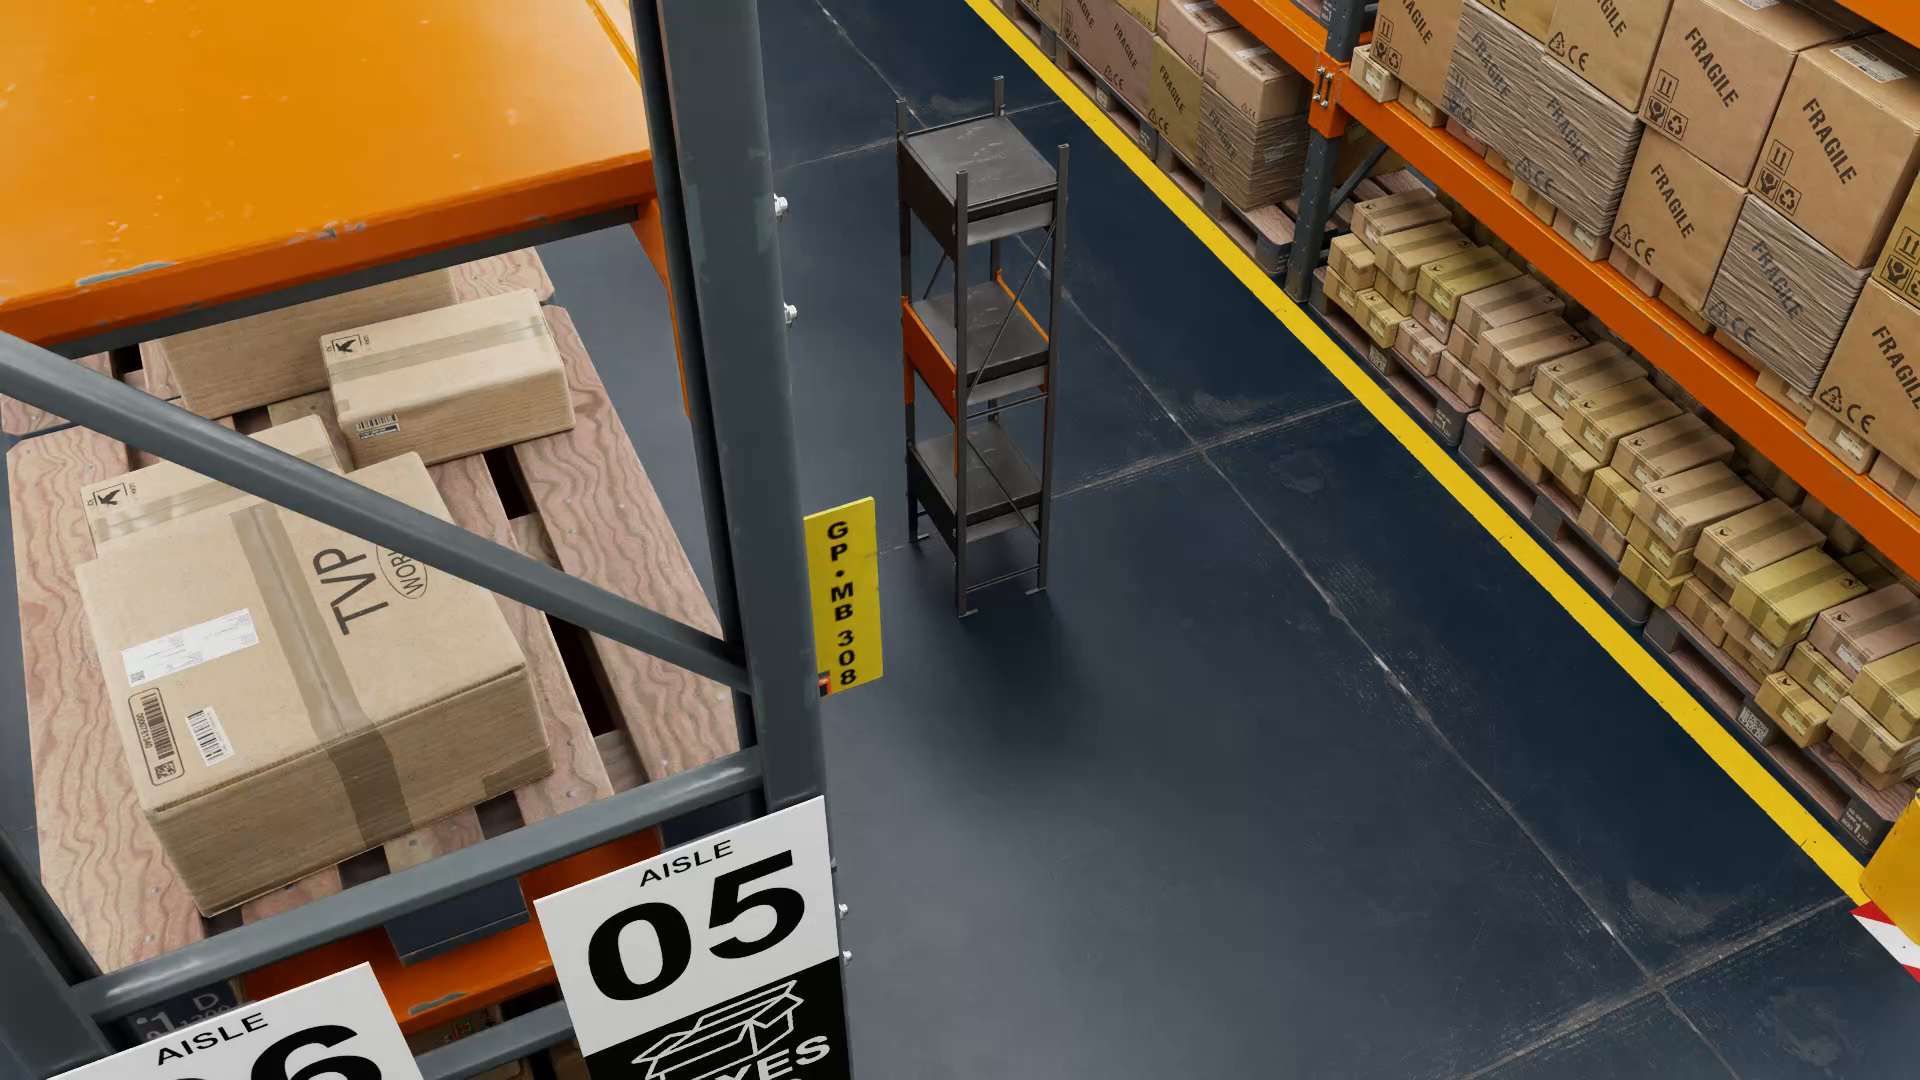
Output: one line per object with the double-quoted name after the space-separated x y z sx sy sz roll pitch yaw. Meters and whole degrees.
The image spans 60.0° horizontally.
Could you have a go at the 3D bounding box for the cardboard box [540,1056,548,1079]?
-1.295 1.057 3.840 0.500 0.500 0.500 -19 48 -18 "cardboard box"

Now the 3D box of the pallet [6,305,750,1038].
-0.976 0.141 2.768 1.003 0.211 1.213 -18 47 -17 "pallet"

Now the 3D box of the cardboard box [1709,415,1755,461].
3.310 -0.493 6.790 0.380 0.149 0.250 -17 47 -17 "cardboard box"

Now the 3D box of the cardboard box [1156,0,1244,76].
1.365 -2.687 8.653 0.500 0.250 0.500 -16 47 -16 "cardboard box"

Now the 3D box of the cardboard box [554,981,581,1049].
-0.553 0.716 3.013 0.380 0.149 0.250 -17 47 -17 "cardboard box"

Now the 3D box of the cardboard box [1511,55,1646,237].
2.485 -1.536 6.256 0.500 0.500 0.500 -19 48 -18 "cardboard box"

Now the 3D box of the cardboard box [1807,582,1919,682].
3.288 0.334 5.952 0.380 0.149 0.250 -17 47 -17 "cardboard box"

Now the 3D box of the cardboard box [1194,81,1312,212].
1.572 -2.086 8.578 0.500 0.500 0.500 -19 48 -18 "cardboard box"

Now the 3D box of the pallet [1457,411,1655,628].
2.943 -0.240 7.212 1.003 0.211 1.213 -18 47 -17 "pallet"

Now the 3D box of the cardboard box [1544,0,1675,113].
2.496 -1.911 5.925 0.500 0.500 0.500 -17 47 -17 "cardboard box"

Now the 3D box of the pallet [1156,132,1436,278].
1.783 -1.932 8.927 1.003 0.211 1.213 -18 47 -17 "pallet"

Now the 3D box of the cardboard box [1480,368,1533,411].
2.502 -0.709 7.221 0.380 0.149 0.250 -16 47 -16 "cardboard box"

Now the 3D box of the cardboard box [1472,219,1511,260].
2.641 -1.474 7.785 0.380 0.149 0.250 -17 47 -17 "cardboard box"

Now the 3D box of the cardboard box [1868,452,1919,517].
3.211 -0.240 5.405 0.380 0.149 0.250 -18 48 -18 "cardboard box"

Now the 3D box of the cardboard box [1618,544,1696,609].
2.871 0.086 6.626 0.380 0.149 0.250 -20 48 -19 "cardboard box"

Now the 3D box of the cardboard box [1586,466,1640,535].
2.773 -0.198 6.703 0.380 0.149 0.250 -16 47 -15 "cardboard box"

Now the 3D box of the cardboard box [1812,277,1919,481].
3.160 -0.561 5.269 0.500 0.500 0.500 -19 48 -18 "cardboard box"

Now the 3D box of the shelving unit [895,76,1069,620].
0.070 -0.642 6.274 0.431 2.100 0.503 -18 47 -17 "shelving unit"

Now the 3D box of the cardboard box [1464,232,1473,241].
2.533 -1.563 8.086 0.380 0.149 0.250 -17 47 -17 "cardboard box"

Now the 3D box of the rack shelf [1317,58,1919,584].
2.953 -0.898 6.406 1.077 0.370 4.000 -18 47 -17 "rack shelf"

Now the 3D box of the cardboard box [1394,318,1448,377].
2.237 -0.924 7.650 0.380 0.149 0.250 -18 47 -18 "cardboard box"

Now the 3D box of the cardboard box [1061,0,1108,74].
0.931 -3.066 9.572 0.500 0.500 0.500 -19 48 -18 "cardboard box"

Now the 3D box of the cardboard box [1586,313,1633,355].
2.988 -0.984 7.288 0.380 0.149 0.250 -20 48 -19 "cardboard box"

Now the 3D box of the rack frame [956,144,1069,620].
0.172 -0.486 6.117 0.400 2.100 0.015 -18 47 -17 "rack frame"

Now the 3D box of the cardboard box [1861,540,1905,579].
3.667 0.001 6.289 0.380 0.149 0.250 -18 47 -18 "cardboard box"

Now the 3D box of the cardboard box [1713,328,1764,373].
2.939 -0.762 5.934 0.380 0.149 0.250 -20 48 -19 "cardboard box"

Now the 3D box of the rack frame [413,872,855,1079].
-0.655 1.646 3.315 1.000 3.000 0.127 -18 47 -17 "rack frame"

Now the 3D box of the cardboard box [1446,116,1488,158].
2.270 -1.765 6.951 0.380 0.149 0.250 -20 48 -19 "cardboard box"

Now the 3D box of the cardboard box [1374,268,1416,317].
2.162 -1.209 7.728 0.380 0.149 0.250 -18 47 -17 "cardboard box"

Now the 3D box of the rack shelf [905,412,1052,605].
0.070 -0.134 6.776 0.431 0.518 0.480 -18 47 -17 "rack shelf"

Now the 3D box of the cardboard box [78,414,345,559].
-1.175 -0.021 2.677 0.380 0.149 0.250 -22 49 -20 "cardboard box"

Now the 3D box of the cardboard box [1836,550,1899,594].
3.559 0.149 6.351 0.380 0.149 0.250 -17 47 -17 "cardboard box"

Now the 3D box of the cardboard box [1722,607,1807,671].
3.093 0.297 6.201 0.380 0.149 0.250 -20 48 -19 "cardboard box"

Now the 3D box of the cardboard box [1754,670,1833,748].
3.183 0.578 6.129 0.380 0.149 0.250 -17 47 -16 "cardboard box"

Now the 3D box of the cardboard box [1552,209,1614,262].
2.532 -1.237 6.416 0.380 0.149 0.250 -16 47 -16 "cardboard box"

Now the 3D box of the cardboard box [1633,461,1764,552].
2.849 -0.132 6.424 0.380 0.149 0.250 -16 47 -16 "cardboard box"

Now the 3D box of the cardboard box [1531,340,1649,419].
2.635 -0.660 6.959 0.380 0.149 0.250 -20 48 -19 "cardboard box"

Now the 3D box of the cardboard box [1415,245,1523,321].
2.282 -1.155 7.461 0.380 0.149 0.250 -19 48 -18 "cardboard box"

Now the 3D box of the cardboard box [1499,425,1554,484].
2.556 -0.422 7.141 0.380 0.149 0.250 -19 48 -18 "cardboard box"

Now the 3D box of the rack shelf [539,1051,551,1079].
-1.496 0.628 4.859 1.077 0.370 4.000 -18 47 -17 "rack shelf"

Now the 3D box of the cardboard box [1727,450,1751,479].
3.201 -0.348 6.855 0.380 0.149 0.250 -16 47 -15 "cardboard box"

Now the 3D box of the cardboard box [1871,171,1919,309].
3.163 -0.918 4.919 0.500 0.500 0.500 -20 48 -19 "cardboard box"

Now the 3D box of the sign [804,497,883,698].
-0.149 0.079 2.089 0.100 0.325 0.005 -18 47 -17 "sign"

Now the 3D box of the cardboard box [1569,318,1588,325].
2.803 -1.040 7.556 0.380 0.149 0.250 -18 47 -17 "cardboard box"
